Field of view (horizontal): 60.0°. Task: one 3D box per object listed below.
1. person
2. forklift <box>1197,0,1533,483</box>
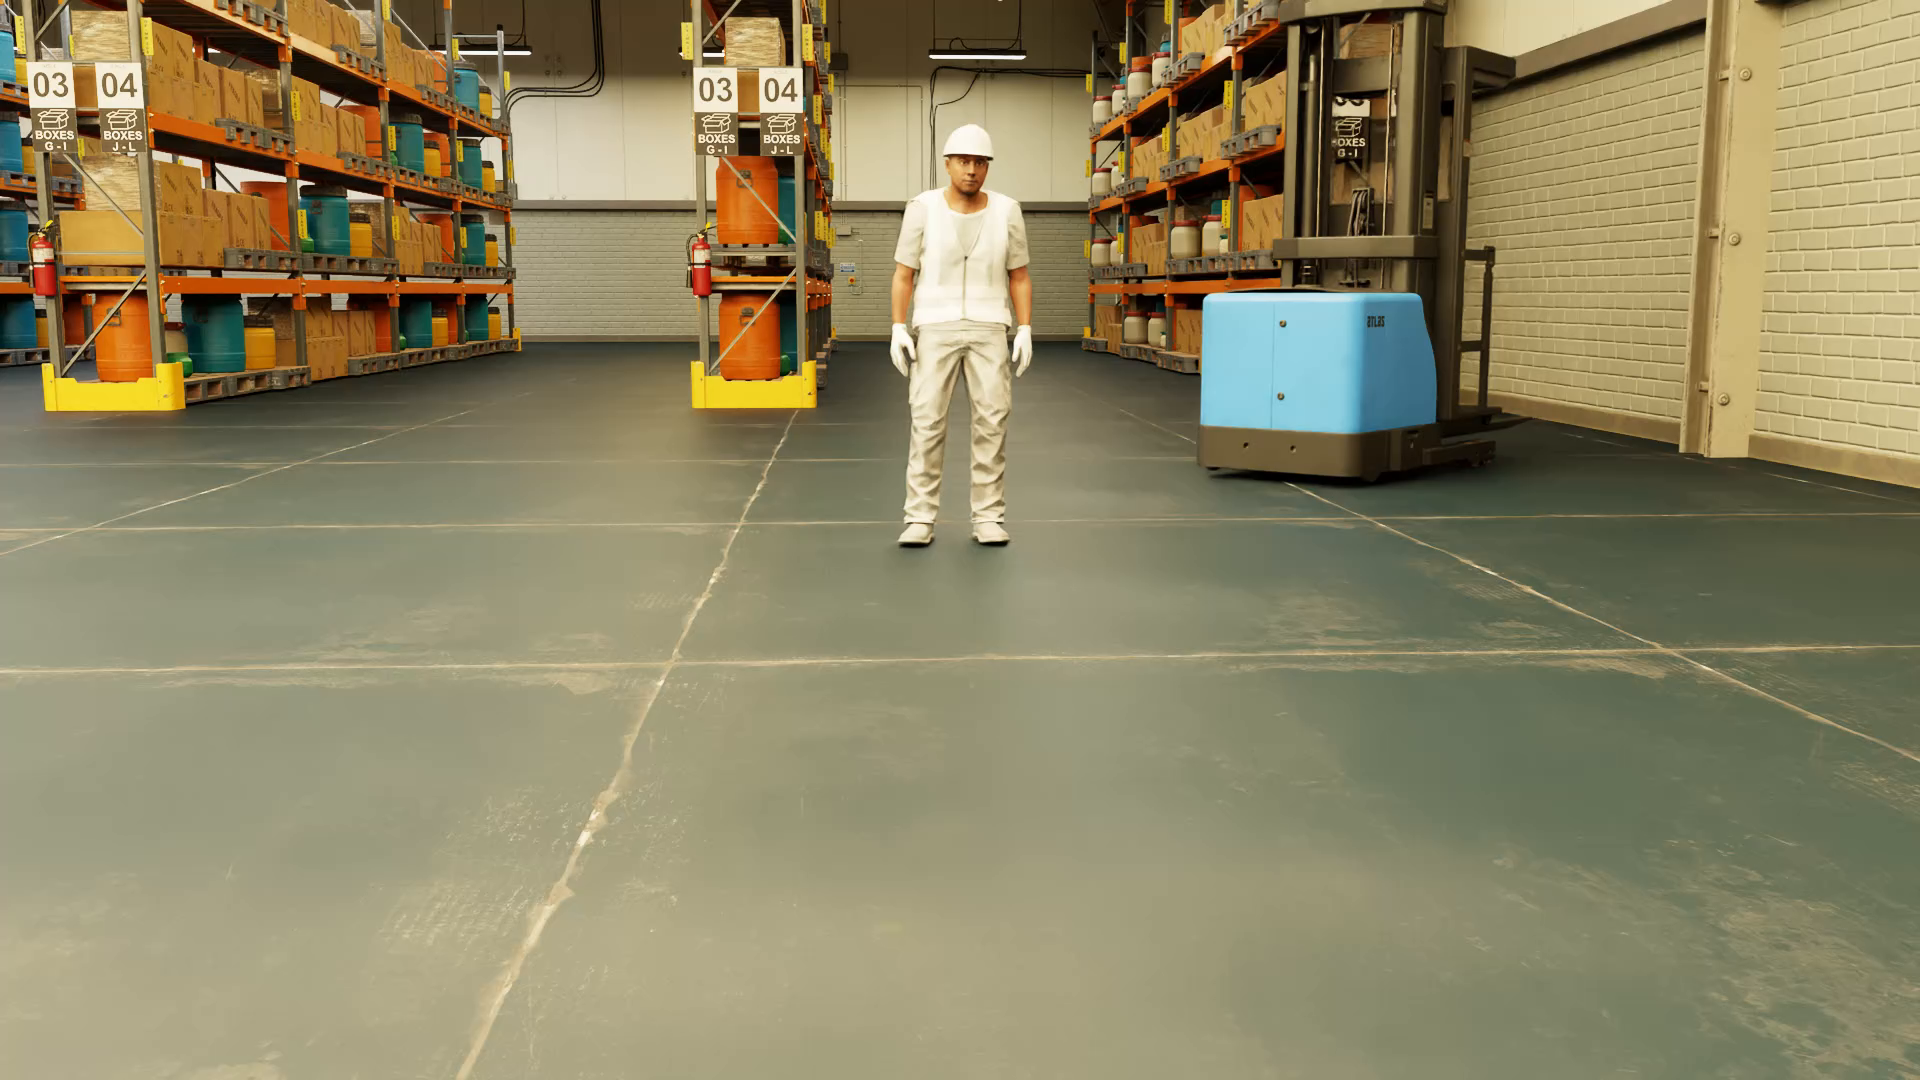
[{"bbox_3d":[0.009,-0.870,7.143,0.617,1.773,0.449,-1,8,-5],"label":"person"},{"bbox_3d":[2.726,-1.937,10.374,1.130,2.935,3.031,7,11,40],"label":"forklift"}]
